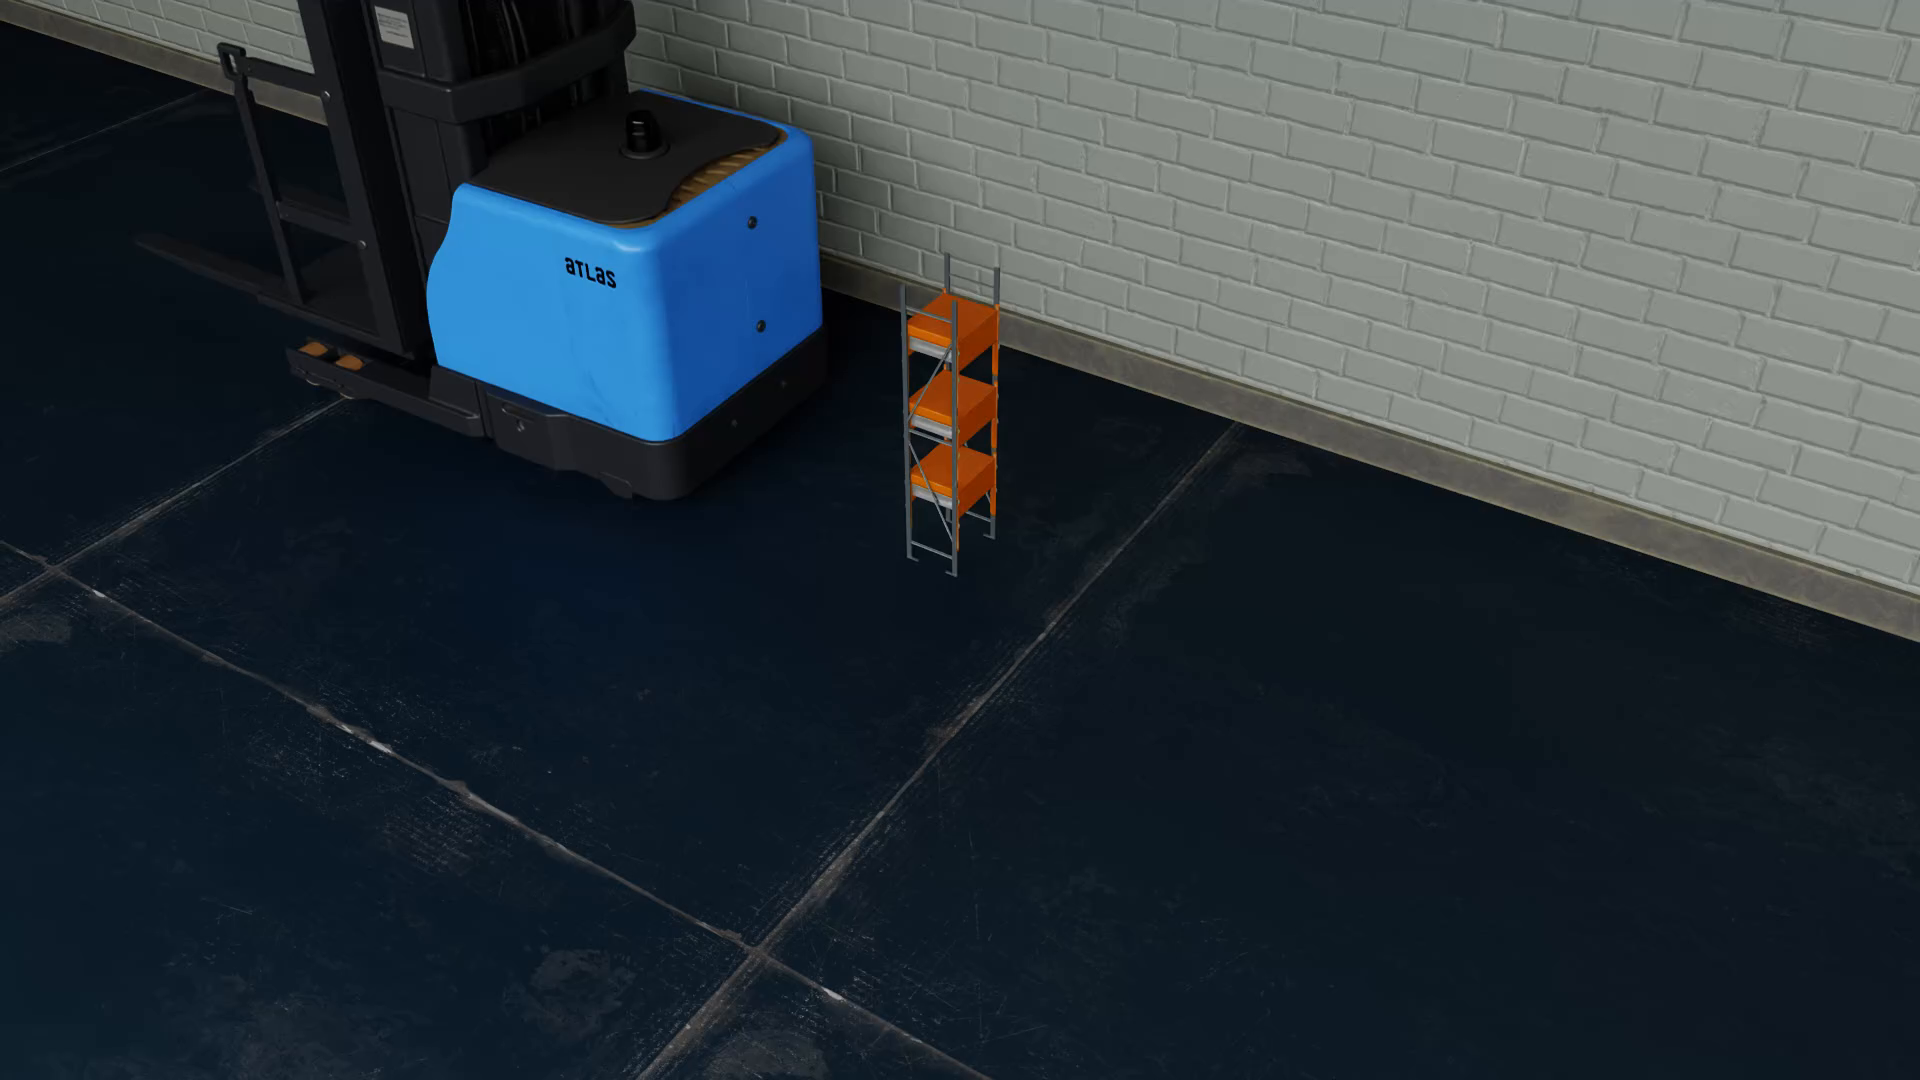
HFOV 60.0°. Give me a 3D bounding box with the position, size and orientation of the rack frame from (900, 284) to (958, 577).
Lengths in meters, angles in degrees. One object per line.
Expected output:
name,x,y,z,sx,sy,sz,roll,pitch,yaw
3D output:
rack frame,-0.094,-0.325,5.312,0.200,1.050,0.008,21,42,25

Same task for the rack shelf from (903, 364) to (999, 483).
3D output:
rack shelf,-0.029,-0.380,5.400,0.215,0.259,0.240,21,42,25

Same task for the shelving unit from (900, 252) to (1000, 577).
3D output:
shelving unit,-0.029,-0.388,5.394,0.215,1.050,0.252,21,42,25

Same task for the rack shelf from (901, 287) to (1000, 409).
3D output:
rack shelf,-0.029,-0.605,5.227,0.215,0.259,0.240,21,42,25

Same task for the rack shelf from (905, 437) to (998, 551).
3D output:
rack shelf,-0.029,-0.160,5.570,0.215,0.259,0.240,21,42,25

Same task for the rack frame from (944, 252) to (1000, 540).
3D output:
rack frame,0.037,-0.451,5.475,0.200,1.050,0.008,21,42,25

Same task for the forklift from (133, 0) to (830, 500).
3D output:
forklift,-2.034,-1.964,5.897,3.031,2.935,1.130,20,42,24
